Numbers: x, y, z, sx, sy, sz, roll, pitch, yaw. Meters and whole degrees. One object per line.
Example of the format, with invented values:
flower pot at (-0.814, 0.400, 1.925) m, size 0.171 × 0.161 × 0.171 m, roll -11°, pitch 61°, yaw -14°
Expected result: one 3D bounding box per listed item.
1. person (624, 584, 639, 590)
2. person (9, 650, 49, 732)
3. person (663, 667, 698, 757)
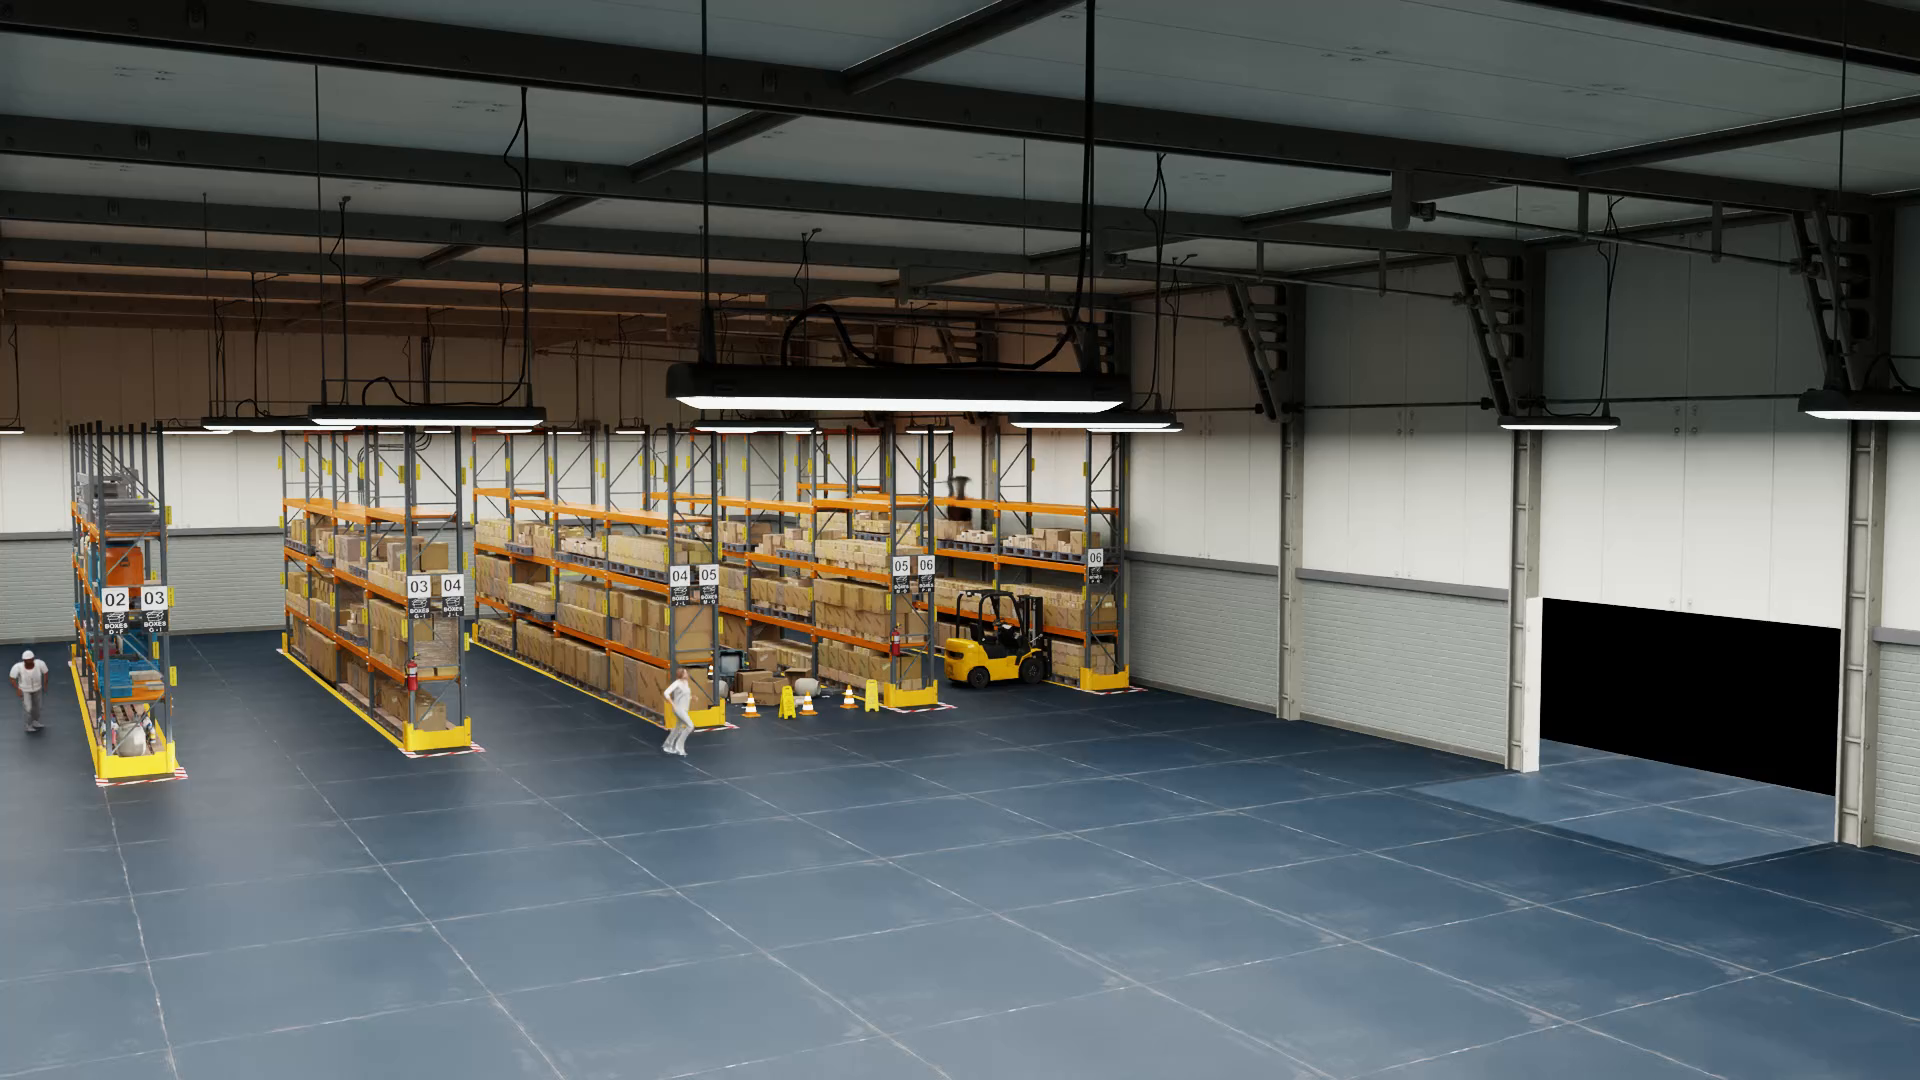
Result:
person at (-10.222, 1.631, 51.983) m, size 0.697 × 1.823 × 0.880 m, roll 2°, pitch 4°, yaw 33°
person at (-18.089, 2.920, 32.316) m, size 0.880 × 1.625 × 0.687 m, roll 3°, pitch 5°, yaw 40°
person at (-5.018, 3.078, 29.863) m, size 0.660 × 1.600 × 0.512 m, roll 1°, pitch 4°, yaw 11°
